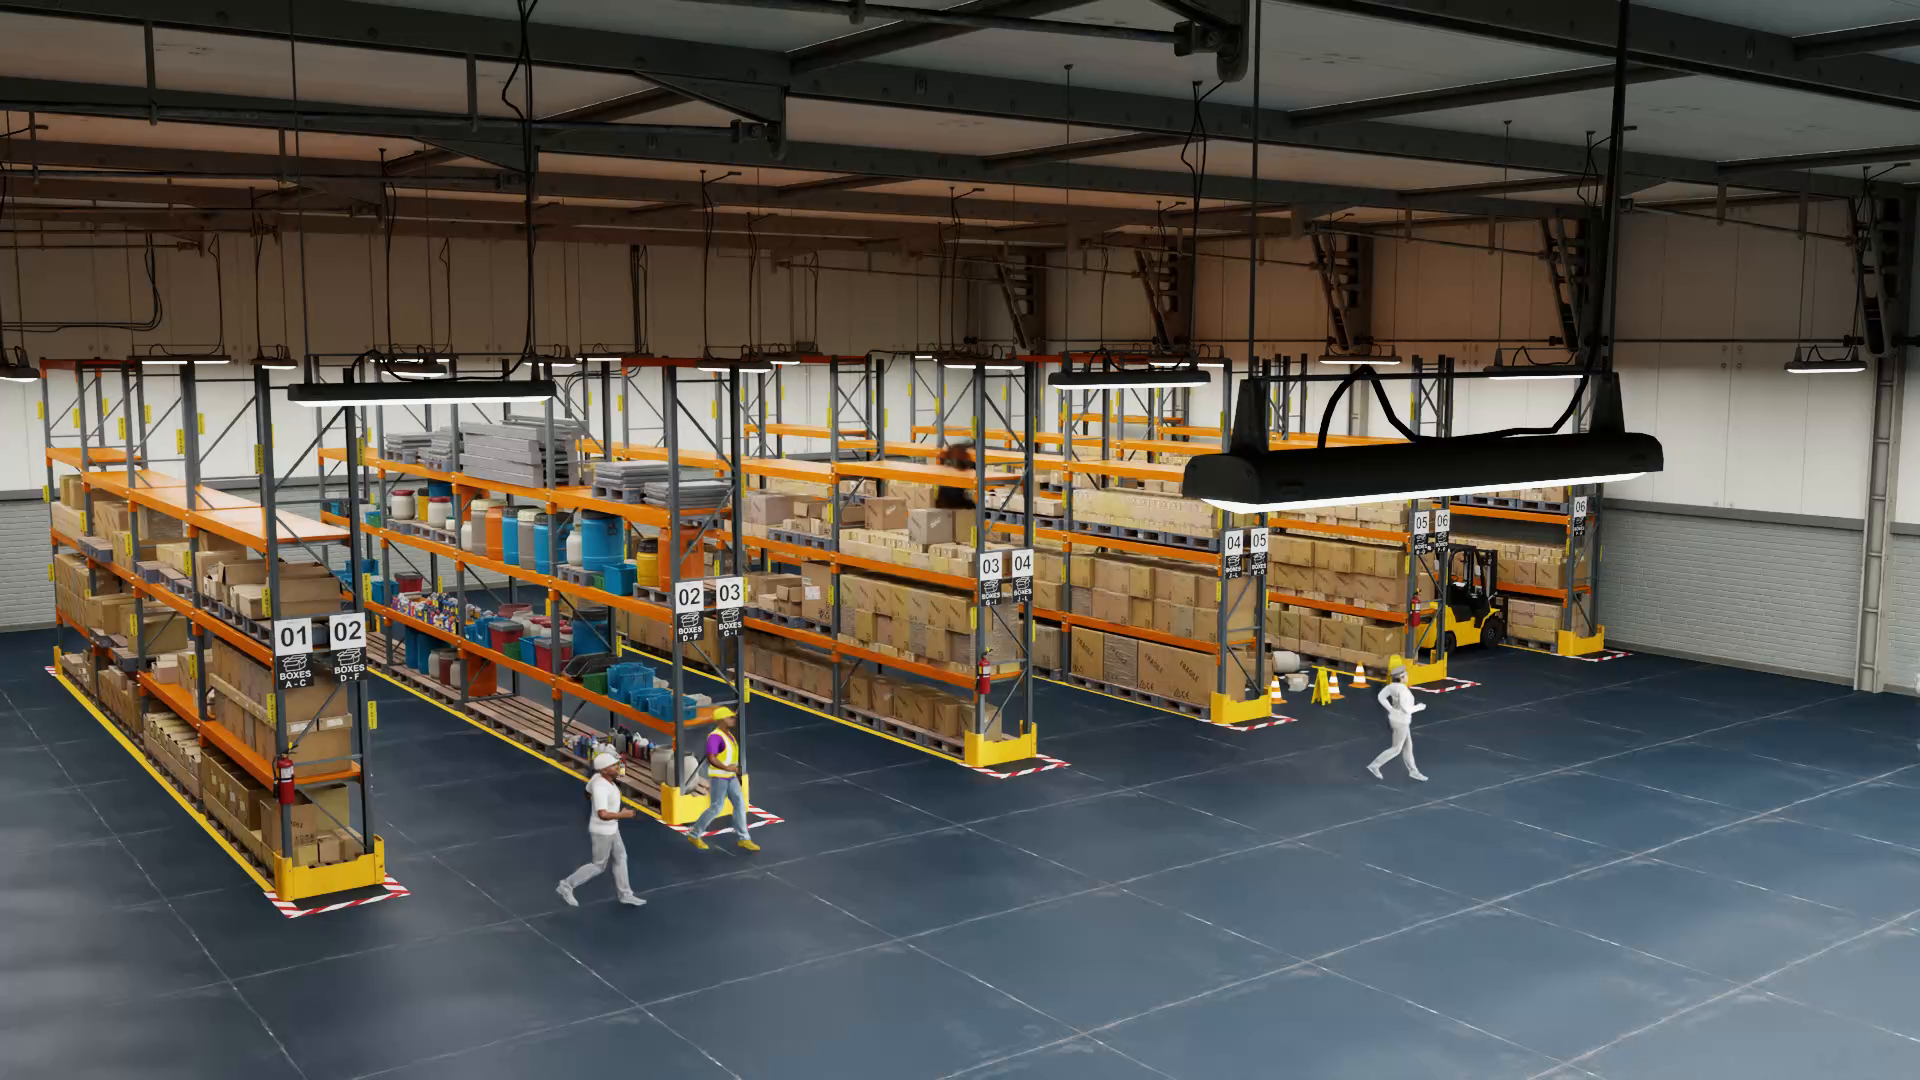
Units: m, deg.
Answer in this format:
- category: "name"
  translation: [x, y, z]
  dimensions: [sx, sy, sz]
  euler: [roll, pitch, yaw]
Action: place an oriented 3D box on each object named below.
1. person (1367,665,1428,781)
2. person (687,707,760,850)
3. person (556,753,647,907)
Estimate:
- category: "person"
  translation: [6.270, 2.624, 23.741]
  dimensions: [0.920, 1.701, 0.612]
  euler: [0, 7, -3]
- category: "person"
  translation: [-2.891, 2.958, 20.728]
  dimensions: [0.909, 1.745, 0.757]
  euler: [2, 7, 14]
- category: "person"
  translation: [-4.003, 3.240, 18.504]
  dimensions: [0.975, 1.771, 0.710]
  euler: [-1, 7, -10]
